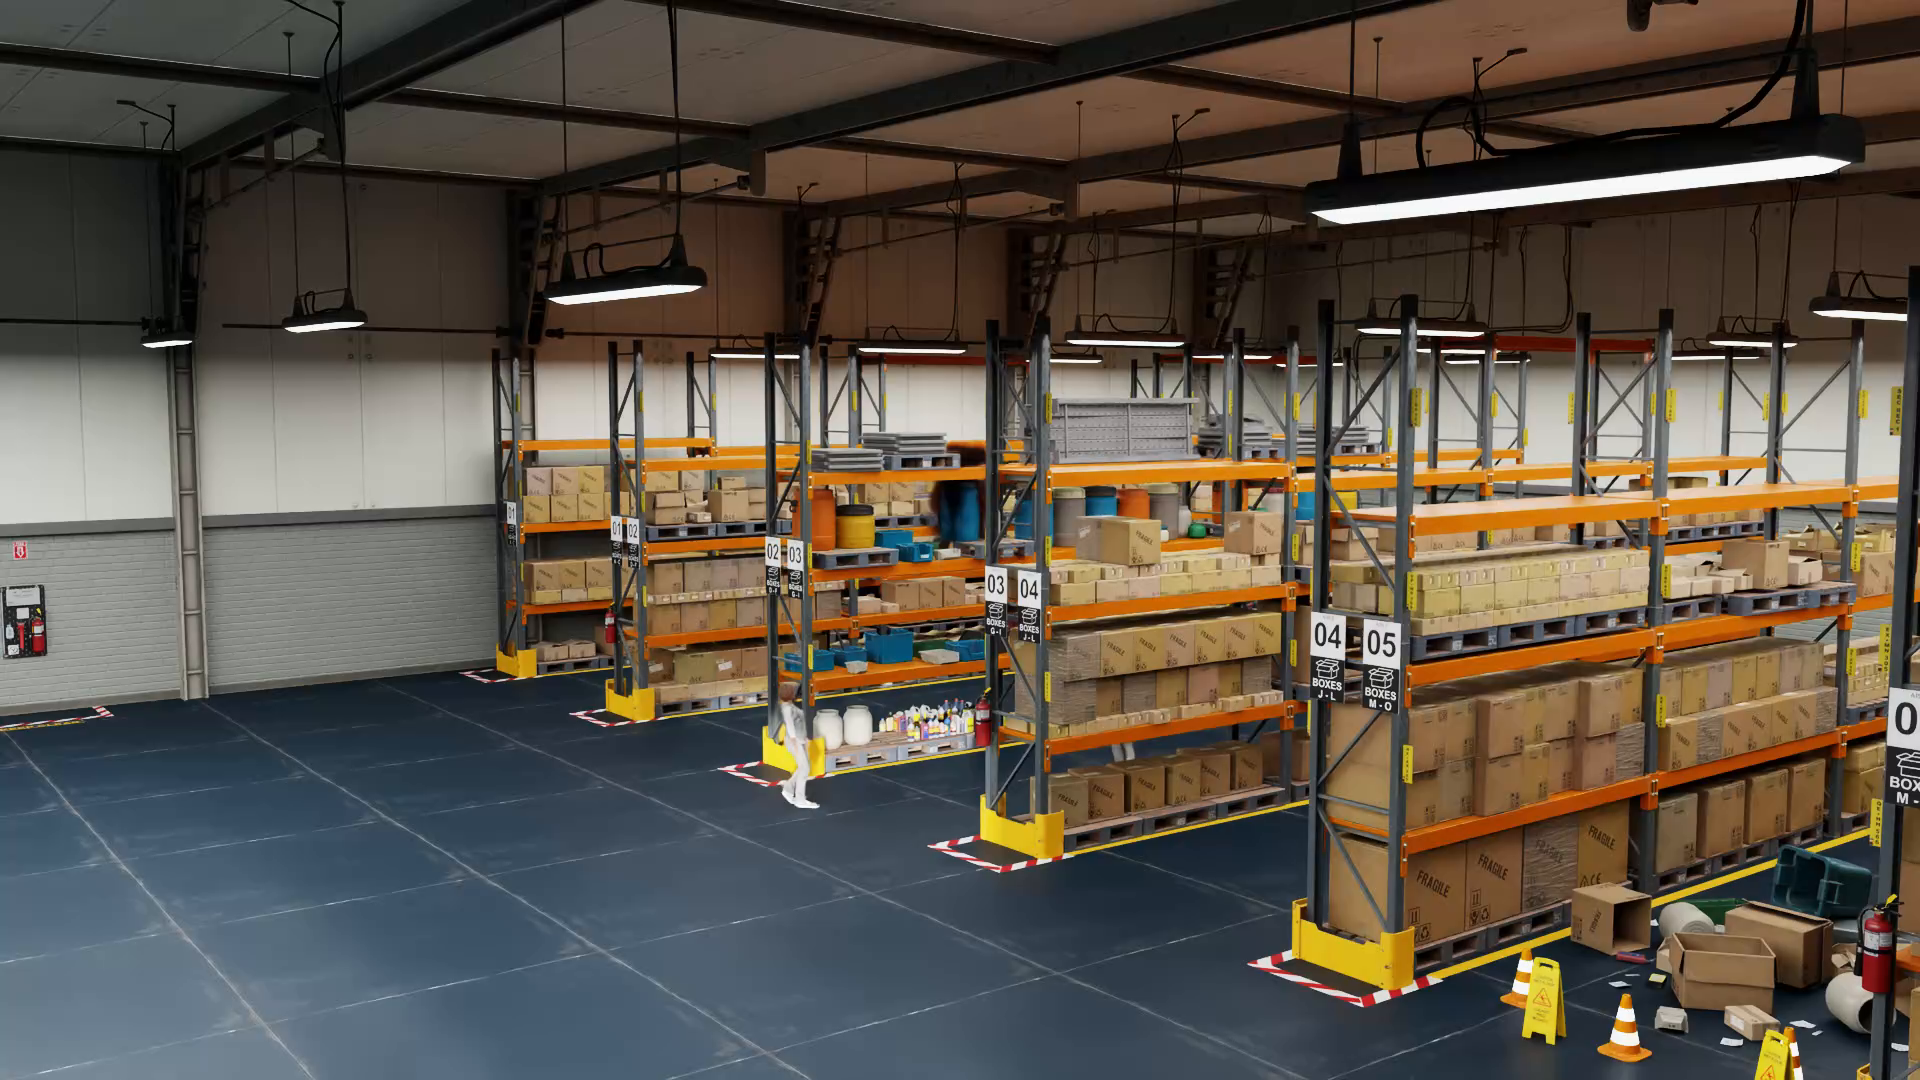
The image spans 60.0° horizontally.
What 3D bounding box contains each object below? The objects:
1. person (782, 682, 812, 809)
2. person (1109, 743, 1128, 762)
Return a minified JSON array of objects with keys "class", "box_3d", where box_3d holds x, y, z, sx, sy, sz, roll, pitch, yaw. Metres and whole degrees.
[{"class":"person","box_3d":[-2.054,2.581,20.776,0.456,1.640,0.433,2,5,19]},{"class":"person","box_3d":[2.105,2.438,21.907,0.537,1.742,0.432,-4,7,-42]}]
